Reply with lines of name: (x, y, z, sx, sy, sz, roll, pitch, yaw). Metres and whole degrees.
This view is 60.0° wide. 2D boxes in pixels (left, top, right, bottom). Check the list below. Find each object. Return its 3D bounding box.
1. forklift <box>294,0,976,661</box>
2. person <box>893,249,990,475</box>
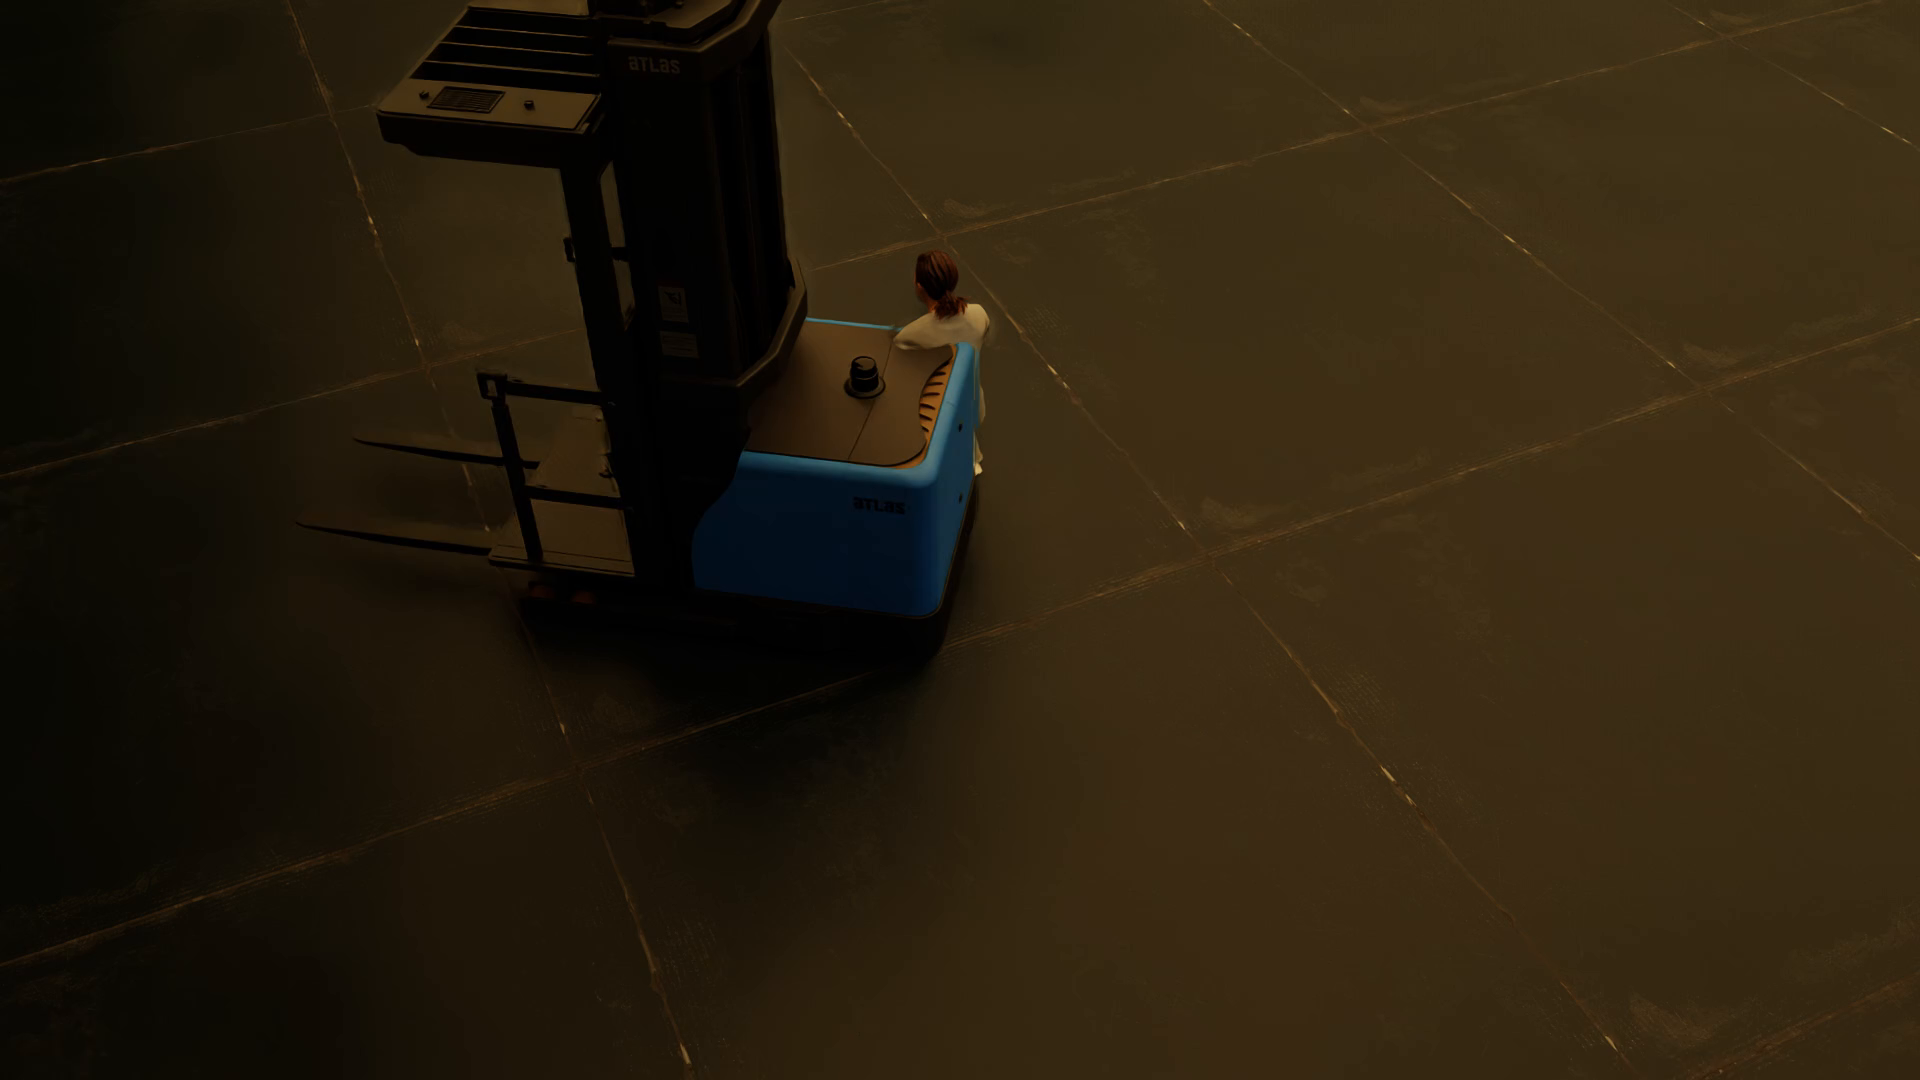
forklift: (-1.494, -1.034, 6.788, 3.031, 2.935, 1.130, 7, 43, 7)
person: (-0.205, -0.773, 7.674, 0.677, 1.468, 0.881, -23, 48, -22)
